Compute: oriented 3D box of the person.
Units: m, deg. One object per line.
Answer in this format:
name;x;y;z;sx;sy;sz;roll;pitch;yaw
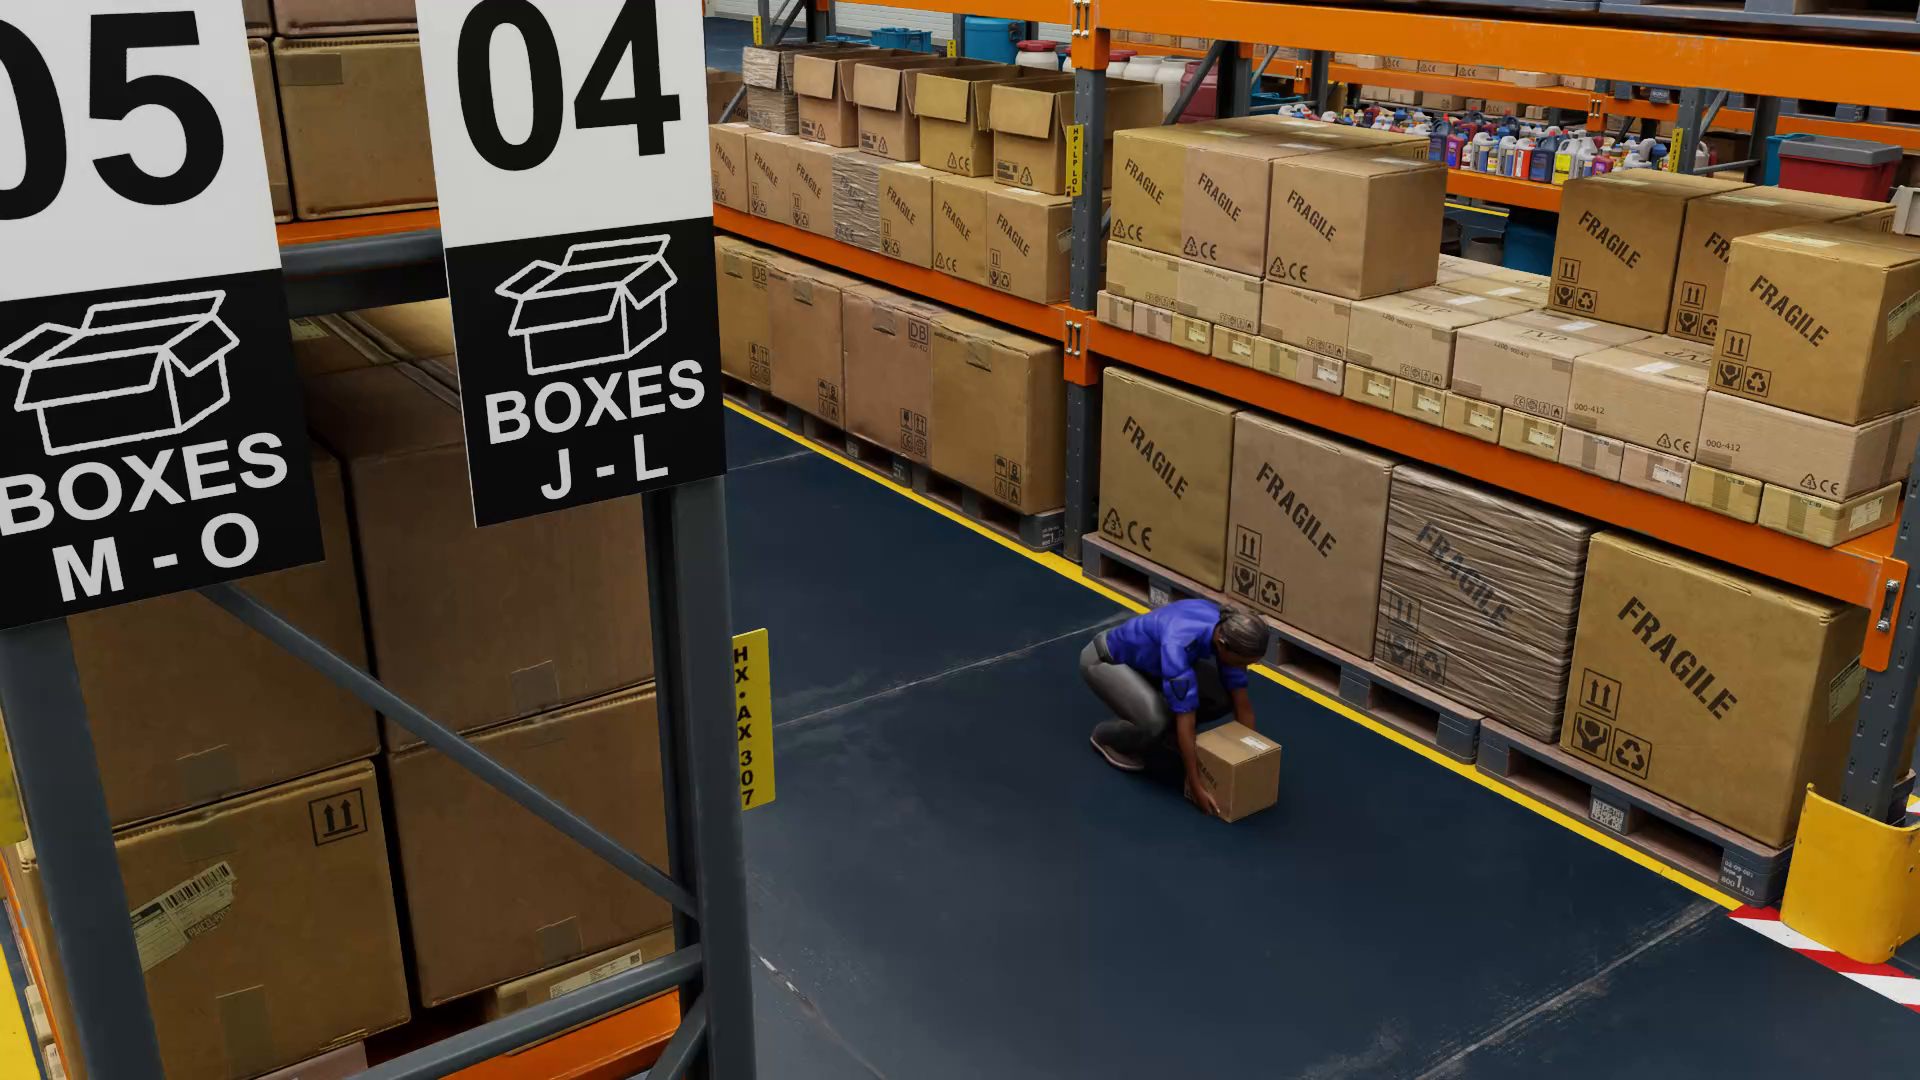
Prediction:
person;0.837;0.564;6.460;0.483;0.809;0.830;-15;26;-33
